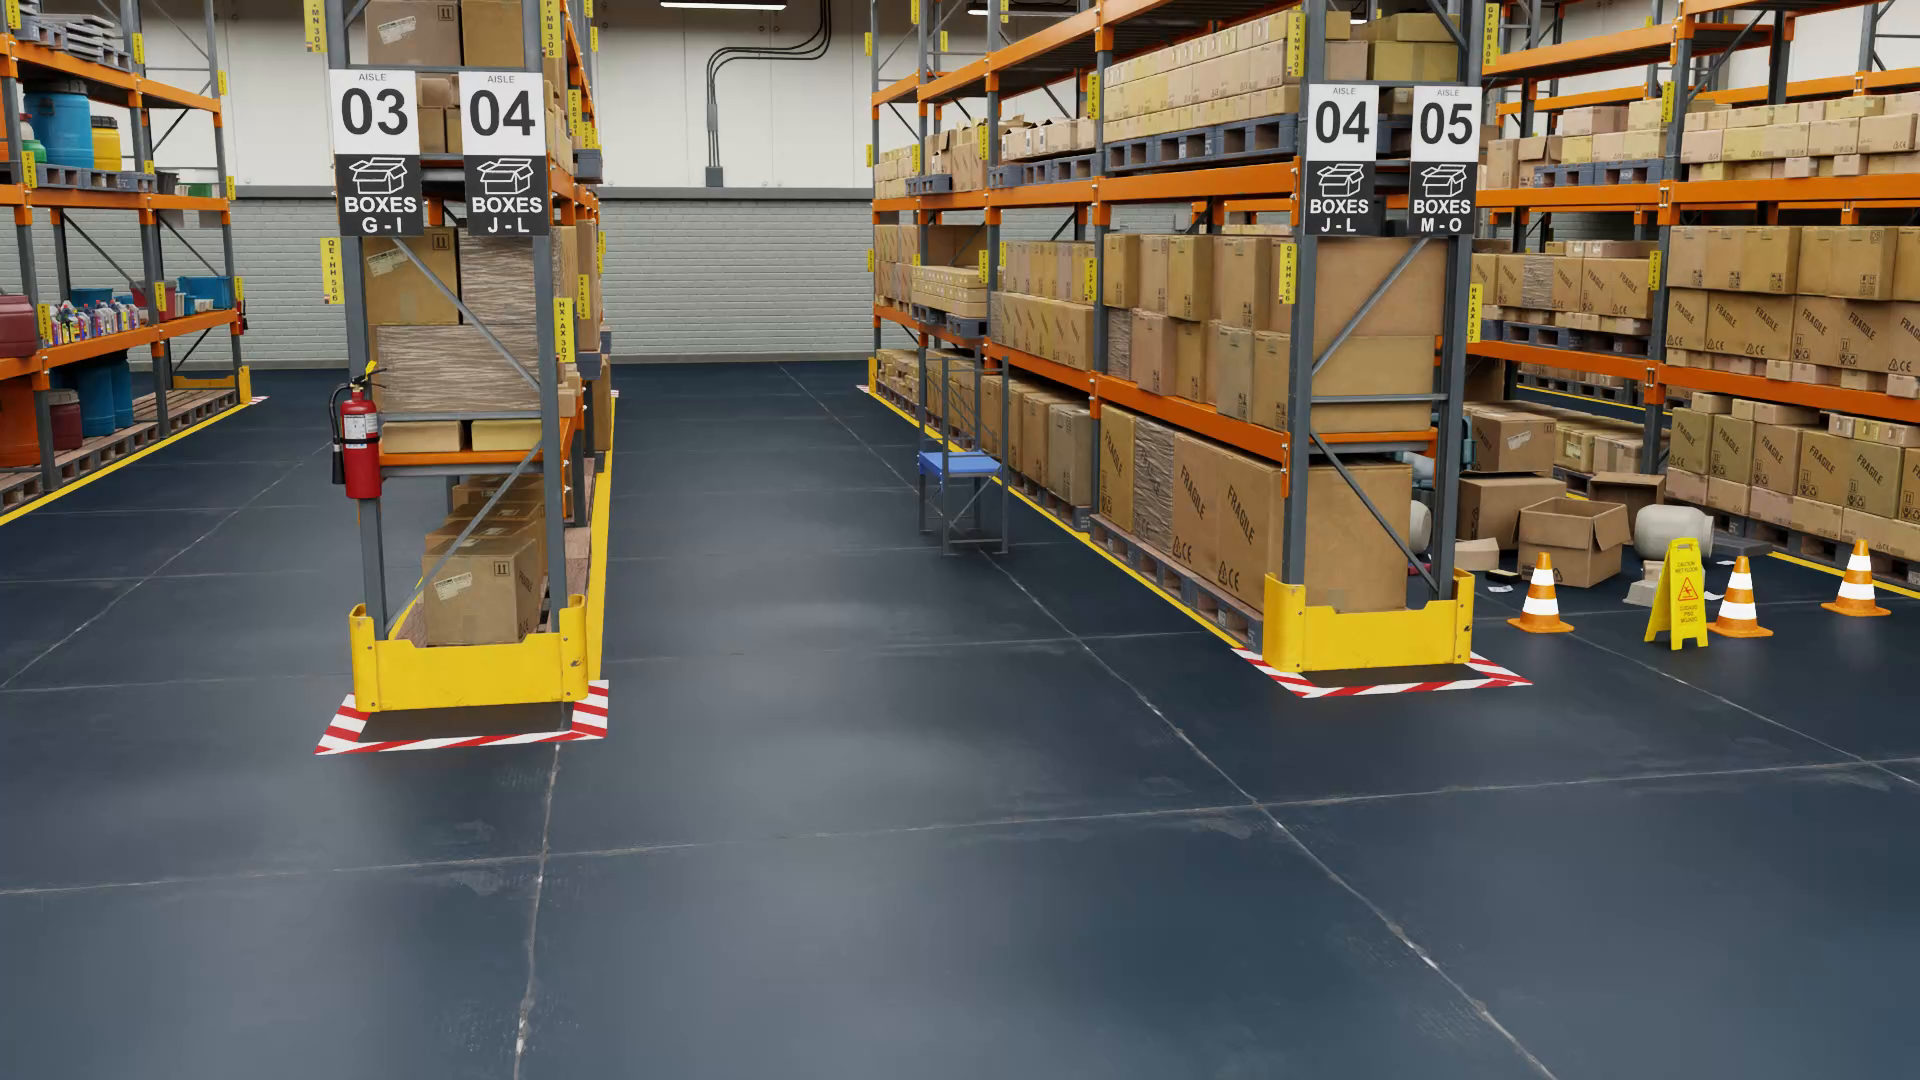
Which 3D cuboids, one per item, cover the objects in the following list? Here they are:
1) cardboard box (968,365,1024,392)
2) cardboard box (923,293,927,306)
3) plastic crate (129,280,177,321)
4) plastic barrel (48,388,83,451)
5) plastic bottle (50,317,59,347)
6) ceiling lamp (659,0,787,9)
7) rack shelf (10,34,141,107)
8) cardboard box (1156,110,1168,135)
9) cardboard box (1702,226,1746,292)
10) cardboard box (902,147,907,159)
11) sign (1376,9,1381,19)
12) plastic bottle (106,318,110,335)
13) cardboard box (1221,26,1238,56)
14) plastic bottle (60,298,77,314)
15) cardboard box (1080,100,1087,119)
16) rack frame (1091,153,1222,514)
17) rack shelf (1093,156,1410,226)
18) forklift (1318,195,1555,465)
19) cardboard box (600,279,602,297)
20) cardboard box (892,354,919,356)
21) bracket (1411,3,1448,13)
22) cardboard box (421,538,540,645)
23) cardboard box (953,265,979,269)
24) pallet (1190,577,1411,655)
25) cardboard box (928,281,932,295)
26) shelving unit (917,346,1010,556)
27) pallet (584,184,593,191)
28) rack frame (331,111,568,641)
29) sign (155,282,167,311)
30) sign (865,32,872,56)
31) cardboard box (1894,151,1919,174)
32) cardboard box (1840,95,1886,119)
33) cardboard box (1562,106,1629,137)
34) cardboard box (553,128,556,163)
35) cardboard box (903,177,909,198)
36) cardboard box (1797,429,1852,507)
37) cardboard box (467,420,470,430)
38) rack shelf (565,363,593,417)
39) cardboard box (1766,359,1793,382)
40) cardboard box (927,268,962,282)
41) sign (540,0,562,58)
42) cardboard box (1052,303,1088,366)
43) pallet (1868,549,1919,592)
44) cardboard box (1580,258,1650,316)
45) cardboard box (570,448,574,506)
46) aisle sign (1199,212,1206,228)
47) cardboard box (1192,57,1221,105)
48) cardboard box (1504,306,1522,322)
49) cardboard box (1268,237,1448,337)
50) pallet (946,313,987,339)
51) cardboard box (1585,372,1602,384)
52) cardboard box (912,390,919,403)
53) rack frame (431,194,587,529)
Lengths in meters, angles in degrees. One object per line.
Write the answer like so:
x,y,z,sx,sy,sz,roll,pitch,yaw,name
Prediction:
0.384,-1.717,17.751,0.500,0.250,0.500,-2,11,-12,cardboard box
-0.226,-2.839,19.639,0.380,0.149,0.250,-2,11,-10,cardboard box
-9.675,-2.880,19.972,0.402,0.464,0.583,-2,11,-11,plastic crate
-9.301,-1.230,16.964,0.600,0.588,0.708,-2,11,-11,plastic barrel
-8.756,-2.008,16.036,0.061,0.283,0.133,-2,11,-11,plastic bottle
-3.702,-9.959,25.840,2.000,3.185,0.800,-2,11,-11,ceiling lamp
-9.358,-4.676,16.692,1.077,0.370,4.000,-2,11,-11,rack shelf
1.539,-2.813,11.215,0.380,0.149,0.250,-2,11,-11,cardboard box
6.338,-2.223,13.114,0.700,0.500,0.500,-2,11,-11,cardboard box
-0.544,-5.067,21.774,0.380,0.149,0.250,-3,11,-13,cardboard box
5.362,-6.653,21.375,0.100,0.325,0.005,-2,11,-11,sign
-9.109,-2.283,17.702,0.097,0.201,0.097,0,11,0,plastic bottle
1.783,-2.974,9.925,0.380,0.149,0.250,-2,11,-10,cardboard box
-9.989,-2.538,18.640,0.144,0.351,0.185,-2,11,-11,plastic bottle
1.387,-3.724,15.058,0.500,0.500,0.500,-2,11,-11,cardboard box
1.552,-1.521,13.163,1.000,3.000,0.127,-2,11,-11,rack frame
1.941,-2.274,11.023,1.077,0.370,4.000,-2,11,-11,rack shelf
4.134,-1.964,15.678,3.031,2.935,1.130,-2,11,-8,forklift
-5.312,-3.553,23.446,0.500,0.250,0.500,-2,11,-12,cardboard box
-0.744,-2.520,23.326,0.380,0.149,0.250,-2,11,-9,cardboard box
8.309,-9.919,31.619,0.076,0.066,5.218,-2,11,-11,bracket
-2.660,0.281,9.258,0.500,0.500,0.500,0,11,0,cardboard box
0.147,-3.283,21.360,0.500,0.500,0.500,-2,11,-12,cardboard box
2.098,0.439,10.325,1.003,0.211,1.213,-2,11,-11,pallet
-0.170,-2.936,19.353,0.380,0.149,0.250,-2,11,-9,cardboard box
0.017,-0.721,12.974,0.538,1.500,1.048,-2,11,-11,shelving unit
-4.288,-3.589,16.515,1.213,0.211,1.003,-2,11,-8,pallet
-2.555,-0.625,8.458,1.000,3.000,0.127,-2,11,-11,rack frame
-9.207,-2.802,19.153,0.100,0.325,0.005,-2,11,-11,sign
-1.314,-7.147,23.967,0.100,0.325,0.005,-2,11,-11,sign
6.644,-2.578,11.369,0.380,0.149,0.250,-2,11,-11,cardboard box
6.479,-3.059,11.761,0.380,0.149,0.250,-2,11,-10,cardboard box
5.930,-3.859,15.367,0.500,0.250,0.500,-2,11,-10,cardboard box
-2.502,-2.217,9.201,0.500,0.250,0.500,-2,11,-12,cardboard box
-0.450,-4.560,21.510,0.500,0.250,0.500,-2,11,-11,cardboard box
6.558,-0.535,12.212,0.500,0.500,0.500,-2,11,-12,cardboard box
-2.994,-0.683,9.433,0.380,0.149,0.250,-2,11,-11,cardboard box
-3.722,-1.372,14.307,1.077,0.370,4.000,-2,11,-11,rack shelf
6.374,-1.291,12.630,0.380,0.149,0.250,-2,11,-11,cardboard box
-0.175,-3.083,19.331,0.380,0.149,0.250,-2,11,-11,cardboard box
-2.023,-2.548,8.200,0.100,0.325,0.005,-2,11,-11,sign
1.090,-1.748,14.092,0.500,0.500,0.500,-2,11,-12,cardboard box
7.028,0.220,11.475,1.003,0.211,1.213,-2,11,-11,pallet
5.975,-2.288,15.009,0.500,0.500,0.500,-2,11,-11,cardboard box
-3.506,-0.548,13.564,0.700,0.500,0.500,-2,11,-11,cardboard box
3.755,-5.200,25.540,0.394,0.787,0.004,-2,11,-11,aisle sign
1.767,-2.852,10.350,0.500,0.250,0.500,-2,11,-11,cardboard box
5.677,-2.272,16.659,0.380,0.149,0.250,-1,11,-8,cardboard box
2.296,-1.461,9.559,0.875,0.550,0.550,-2,11,-11,cardboard box
0.531,-2.287,17.702,1.213,0.211,1.003,-2,11,-11,pallet
9.234,-2.388,23.908,0.396,0.266,0.258,-2,11,-9,cardboard box
-0.415,-1.853,21.412,0.380,0.149,0.250,-2,11,-10,cardboard box
-3.333,-1.359,12.313,1.000,3.000,0.127,-2,11,-11,rack frame
